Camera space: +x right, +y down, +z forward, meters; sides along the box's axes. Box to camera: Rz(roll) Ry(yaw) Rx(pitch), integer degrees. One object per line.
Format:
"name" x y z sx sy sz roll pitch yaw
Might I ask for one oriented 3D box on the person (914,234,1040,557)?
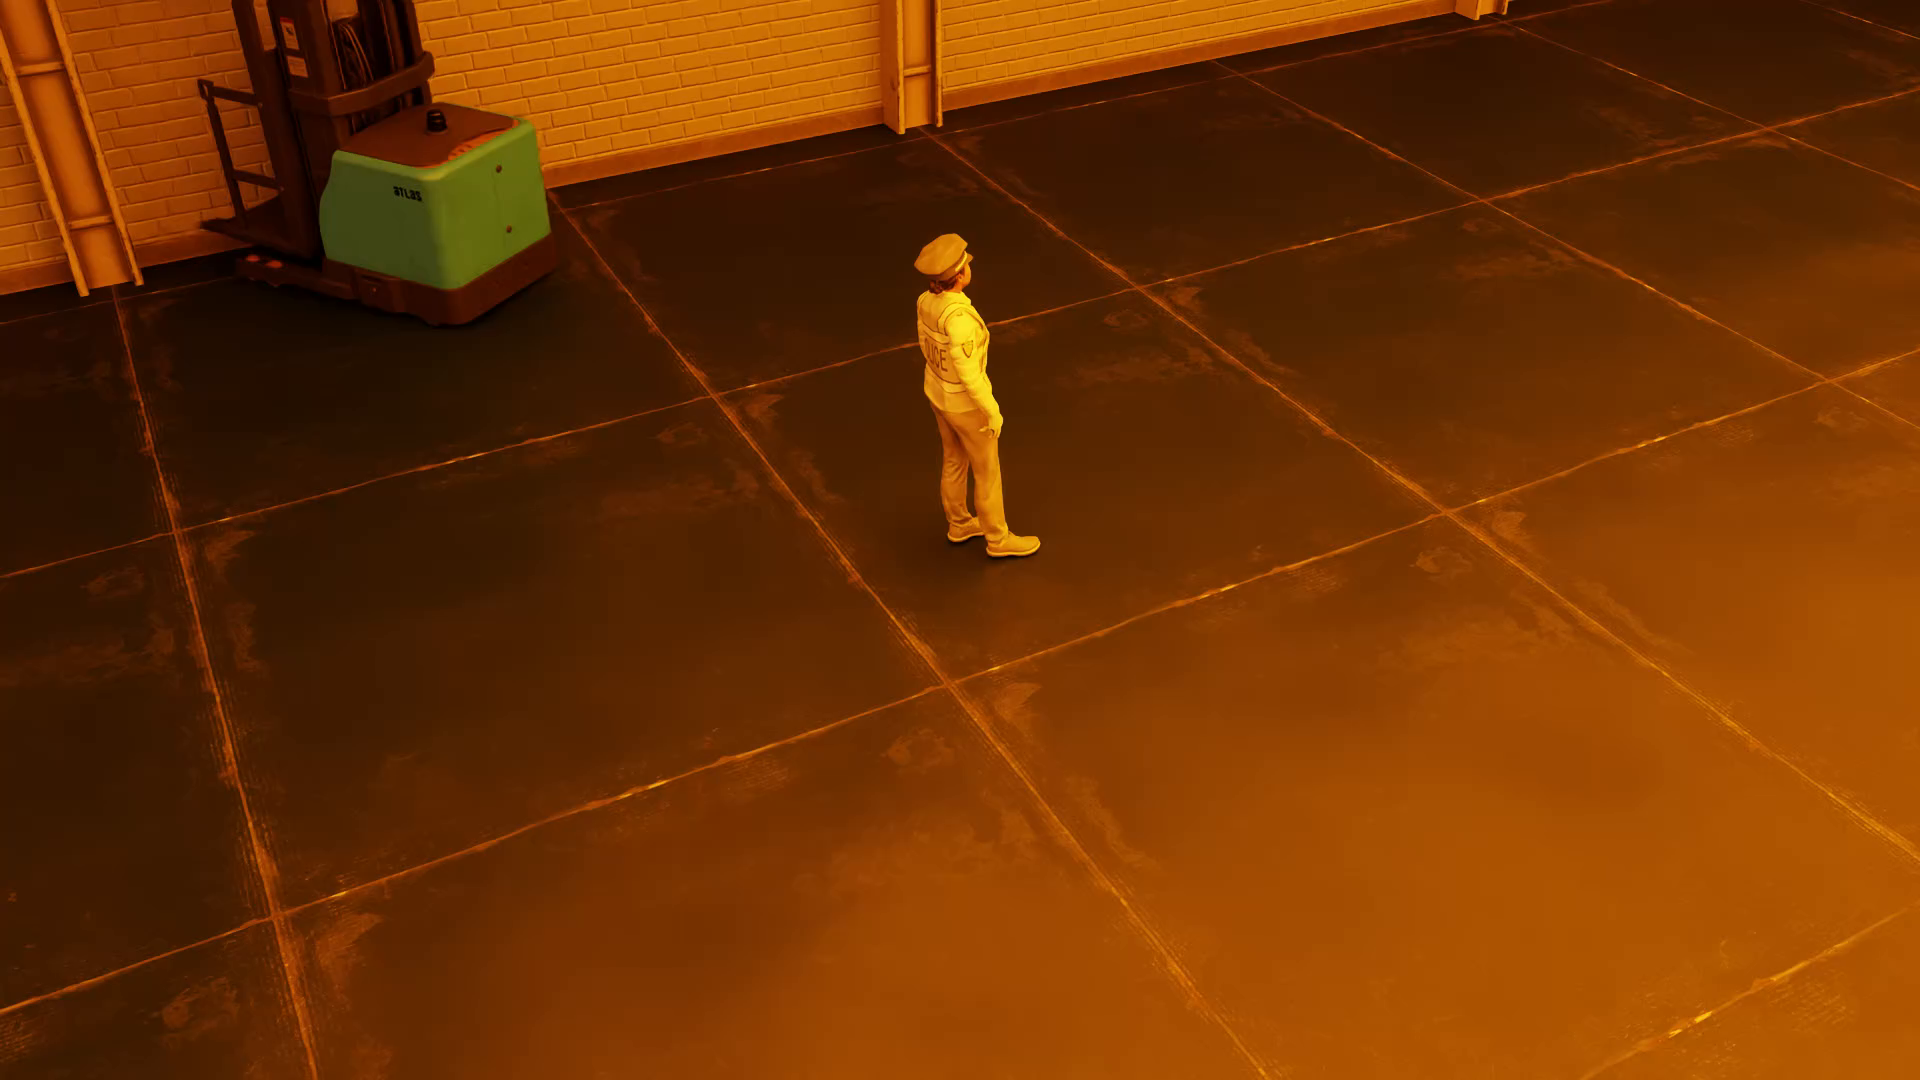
"person" 0.064 -0.713 8.191 0.530 1.694 0.586 -17 39 -23

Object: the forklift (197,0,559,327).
"forklift" -4.242 -3.133 10.556 3.031 2.935 1.130 16 38 22
